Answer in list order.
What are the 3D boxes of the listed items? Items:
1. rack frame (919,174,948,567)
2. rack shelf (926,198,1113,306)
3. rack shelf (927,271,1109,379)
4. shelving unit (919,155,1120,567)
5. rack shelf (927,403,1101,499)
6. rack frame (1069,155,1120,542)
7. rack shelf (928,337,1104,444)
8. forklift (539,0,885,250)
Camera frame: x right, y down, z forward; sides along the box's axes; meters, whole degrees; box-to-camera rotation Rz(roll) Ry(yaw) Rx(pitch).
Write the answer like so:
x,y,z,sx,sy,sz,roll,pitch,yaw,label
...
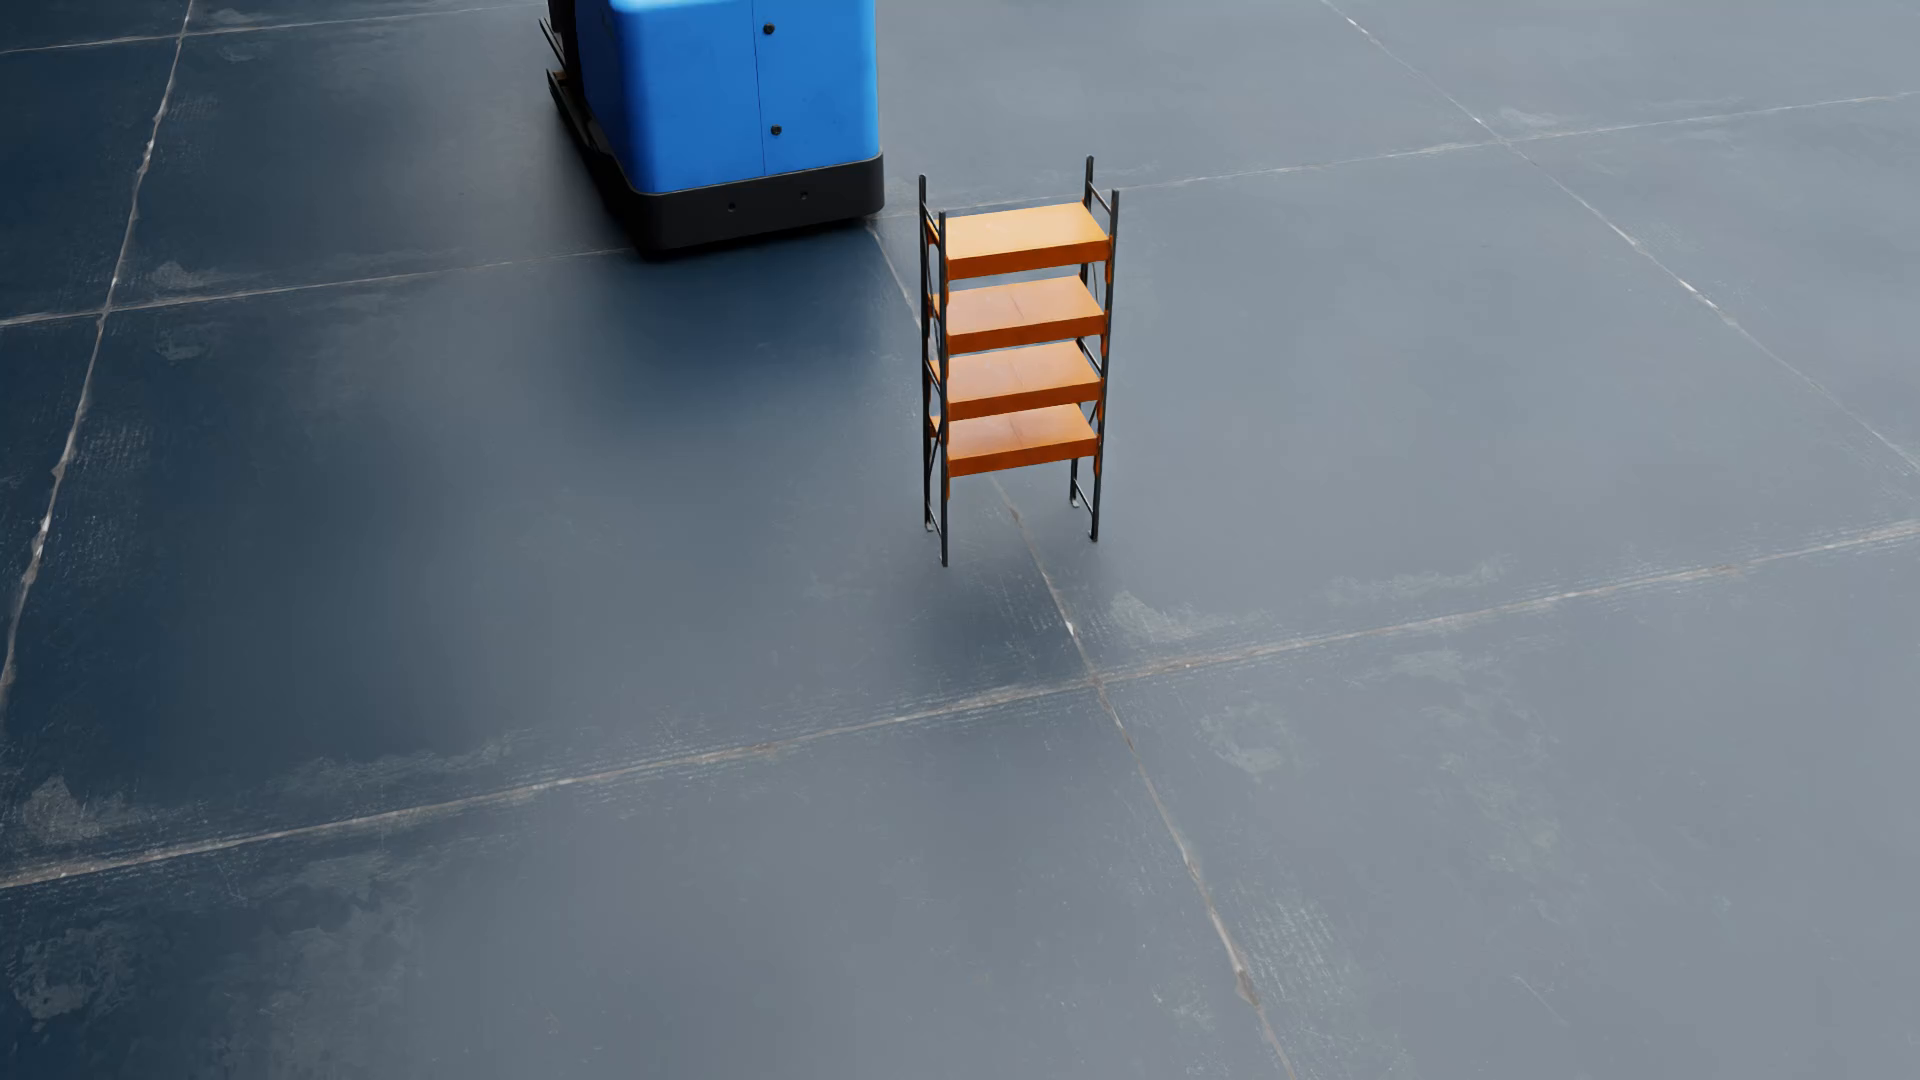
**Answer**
x,y,z,sx,sy,sz,roll,pitch,yaw,label
-0.076,-0.464,4.869,0.015,1.200,0.240,-9,38,-12,rack frame
0.160,-0.815,4.681,0.480,0.148,0.258,-9,38,-12,rack shelf
0.160,-0.627,4.825,0.480,0.148,0.258,-9,38,-12,rack shelf
0.160,-0.503,4.920,0.503,1.200,0.258,-9,38,-12,shelving unit
0.160,-0.292,5.081,0.480,0.148,0.258,-9,38,-12,rack shelf
0.395,-0.541,4.970,0.015,1.200,0.240,-9,38,-12,rack frame
0.160,-0.449,4.961,0.480,0.148,0.258,-9,38,-12,rack shelf
-1.326,-3.218,7.044,1.130,2.935,3.031,-13,39,-17,forklift
